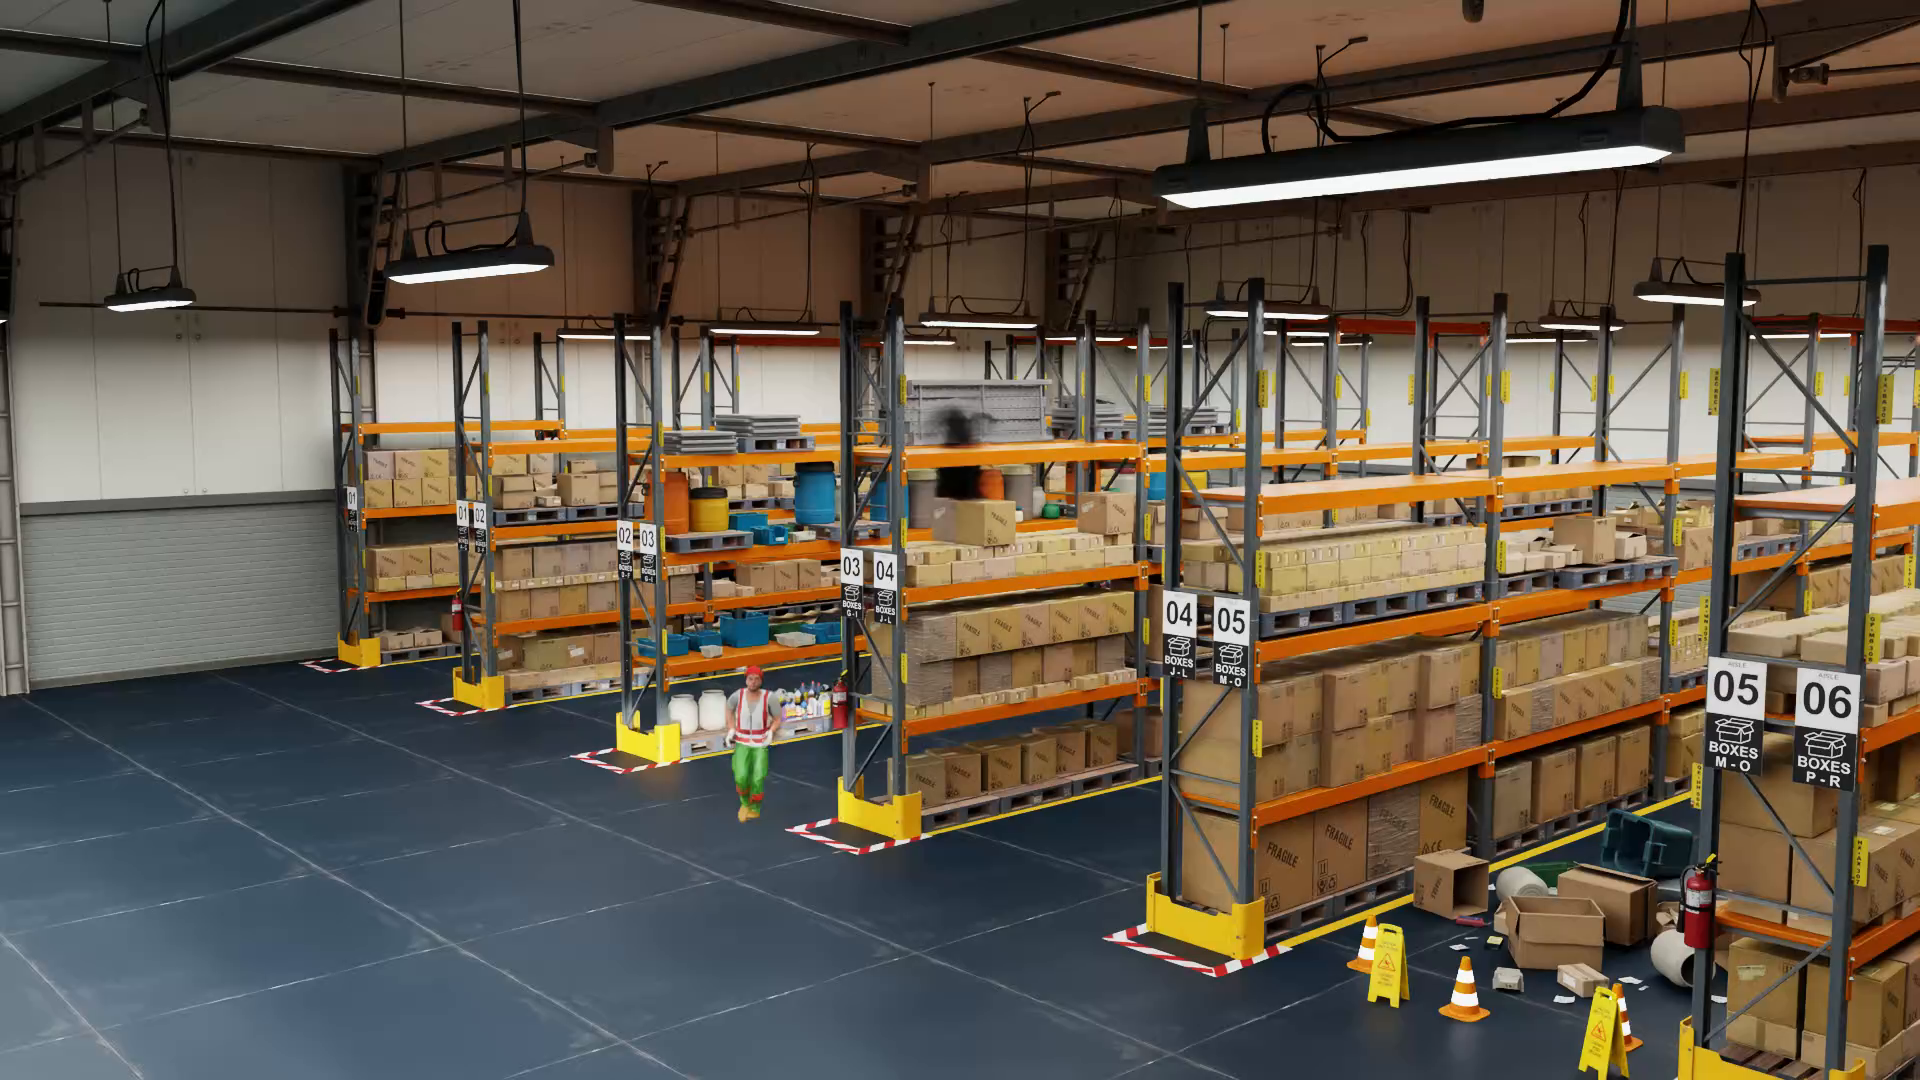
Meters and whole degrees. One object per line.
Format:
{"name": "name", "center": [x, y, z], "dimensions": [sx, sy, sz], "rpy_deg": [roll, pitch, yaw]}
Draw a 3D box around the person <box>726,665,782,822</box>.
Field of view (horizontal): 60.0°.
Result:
{"name": "person", "center": [-2.254, 2.227, 18.087], "dimensions": [0.632, 1.746, 0.635], "rpy_deg": [0, 6, -1]}
